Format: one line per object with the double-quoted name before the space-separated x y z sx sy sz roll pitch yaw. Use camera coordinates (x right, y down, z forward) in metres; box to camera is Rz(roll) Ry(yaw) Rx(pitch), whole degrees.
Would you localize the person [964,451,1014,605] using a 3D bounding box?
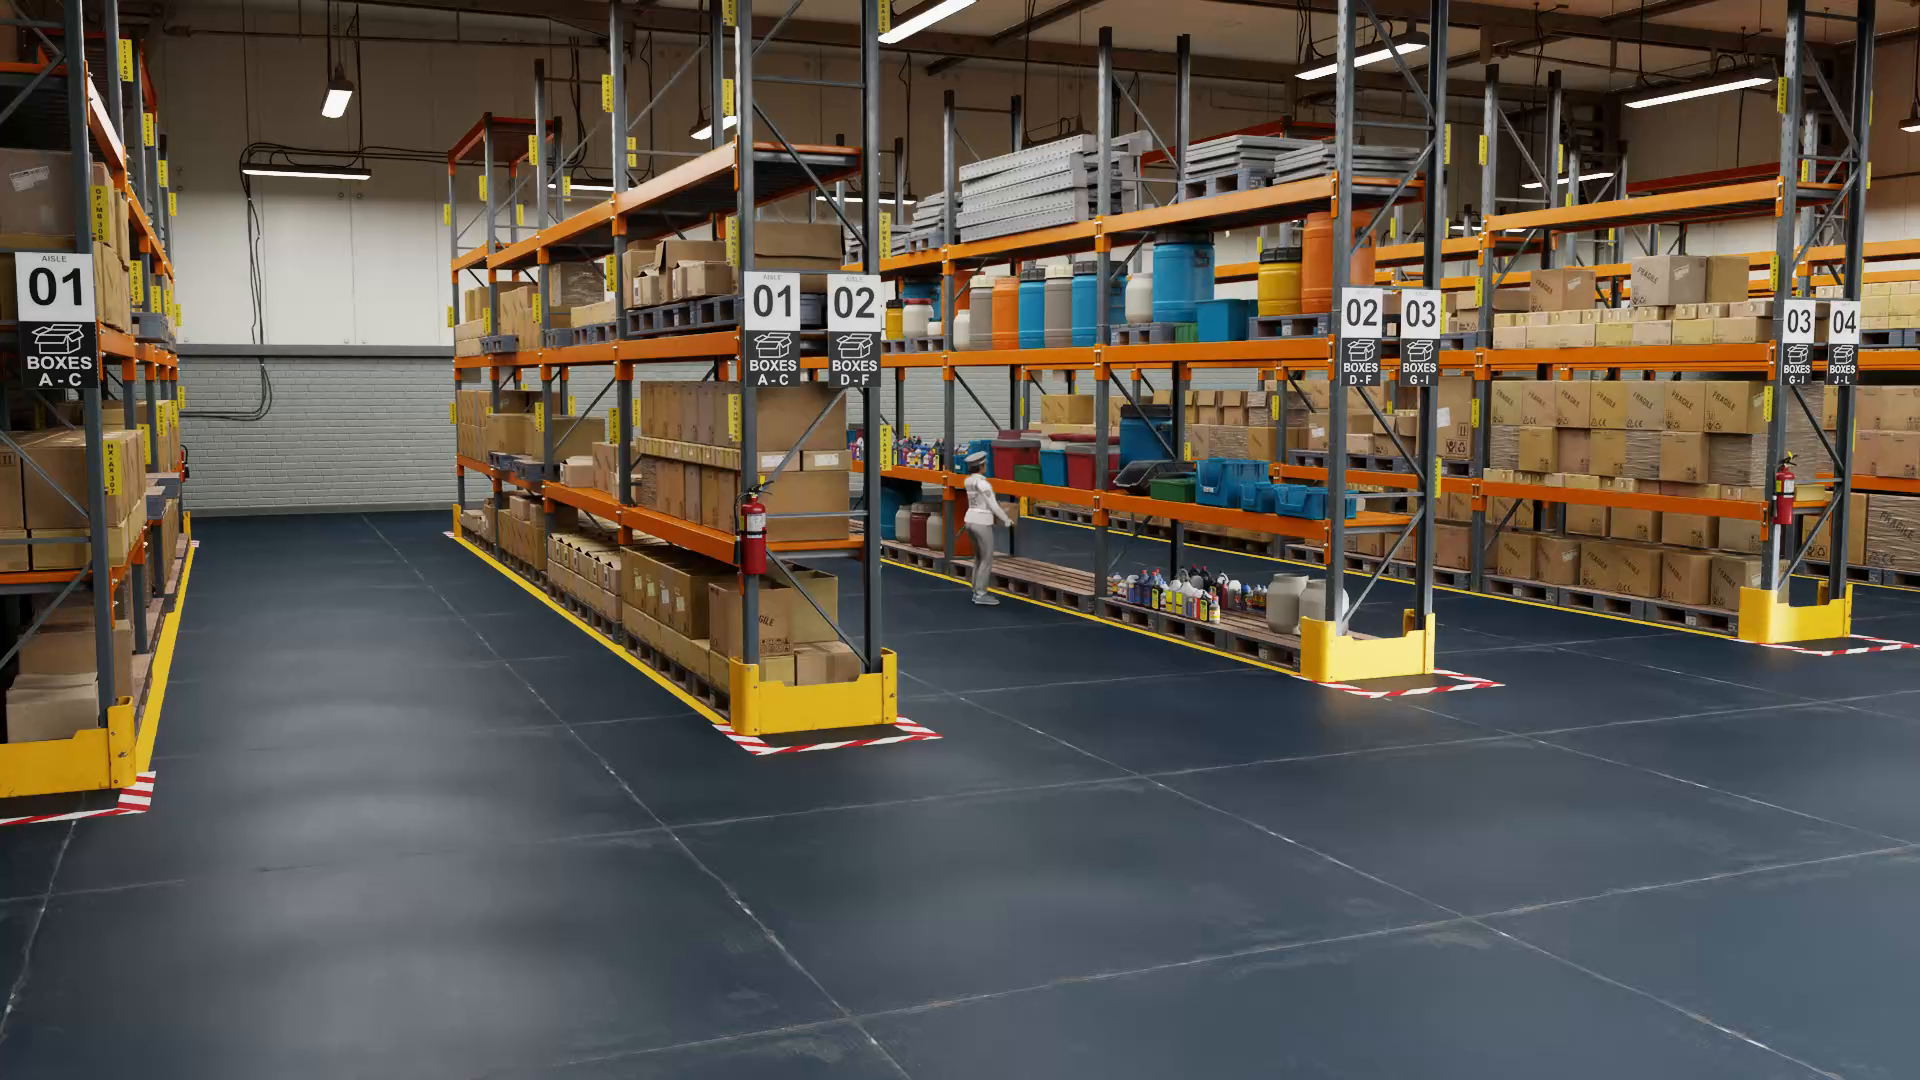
"person" 0.302 -0.138 18.331 0.523 1.691 0.453 -2 6 -24
